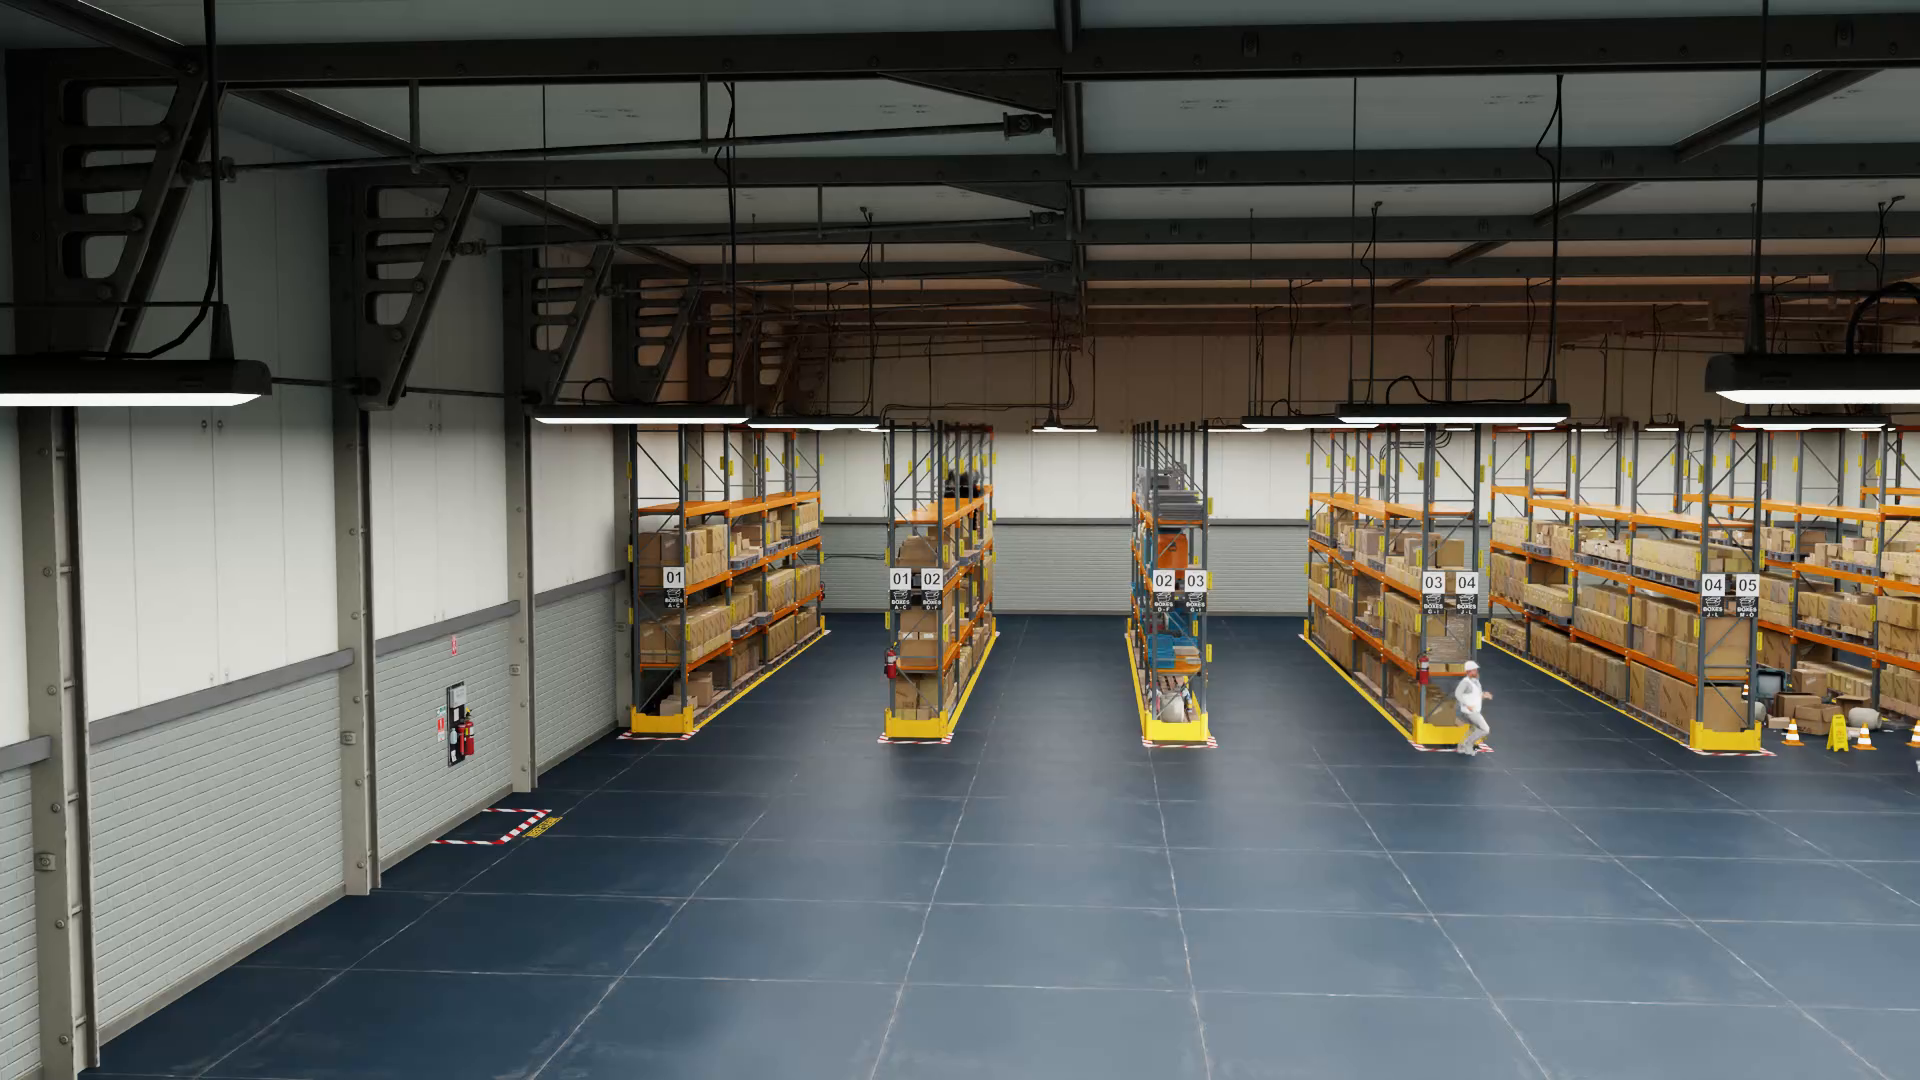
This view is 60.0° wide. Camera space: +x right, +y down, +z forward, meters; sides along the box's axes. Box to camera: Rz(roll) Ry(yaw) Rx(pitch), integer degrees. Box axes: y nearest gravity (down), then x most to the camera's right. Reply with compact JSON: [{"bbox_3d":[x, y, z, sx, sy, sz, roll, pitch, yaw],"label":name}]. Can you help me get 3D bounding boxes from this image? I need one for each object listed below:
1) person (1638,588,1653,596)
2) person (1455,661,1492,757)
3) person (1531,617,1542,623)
[{"bbox_3d":[19.427,1.886,47.368,0.569,1.690,0.626,1,4,17],"label":"person"},{"bbox_3d":[9.104,3.000,29.470,0.613,1.725,0.664,2,4,25],"label":"person"},{"bbox_3d":[16.382,1.871,47.518,0.658,1.717,0.721,0,4,-1],"label":"person"}]
